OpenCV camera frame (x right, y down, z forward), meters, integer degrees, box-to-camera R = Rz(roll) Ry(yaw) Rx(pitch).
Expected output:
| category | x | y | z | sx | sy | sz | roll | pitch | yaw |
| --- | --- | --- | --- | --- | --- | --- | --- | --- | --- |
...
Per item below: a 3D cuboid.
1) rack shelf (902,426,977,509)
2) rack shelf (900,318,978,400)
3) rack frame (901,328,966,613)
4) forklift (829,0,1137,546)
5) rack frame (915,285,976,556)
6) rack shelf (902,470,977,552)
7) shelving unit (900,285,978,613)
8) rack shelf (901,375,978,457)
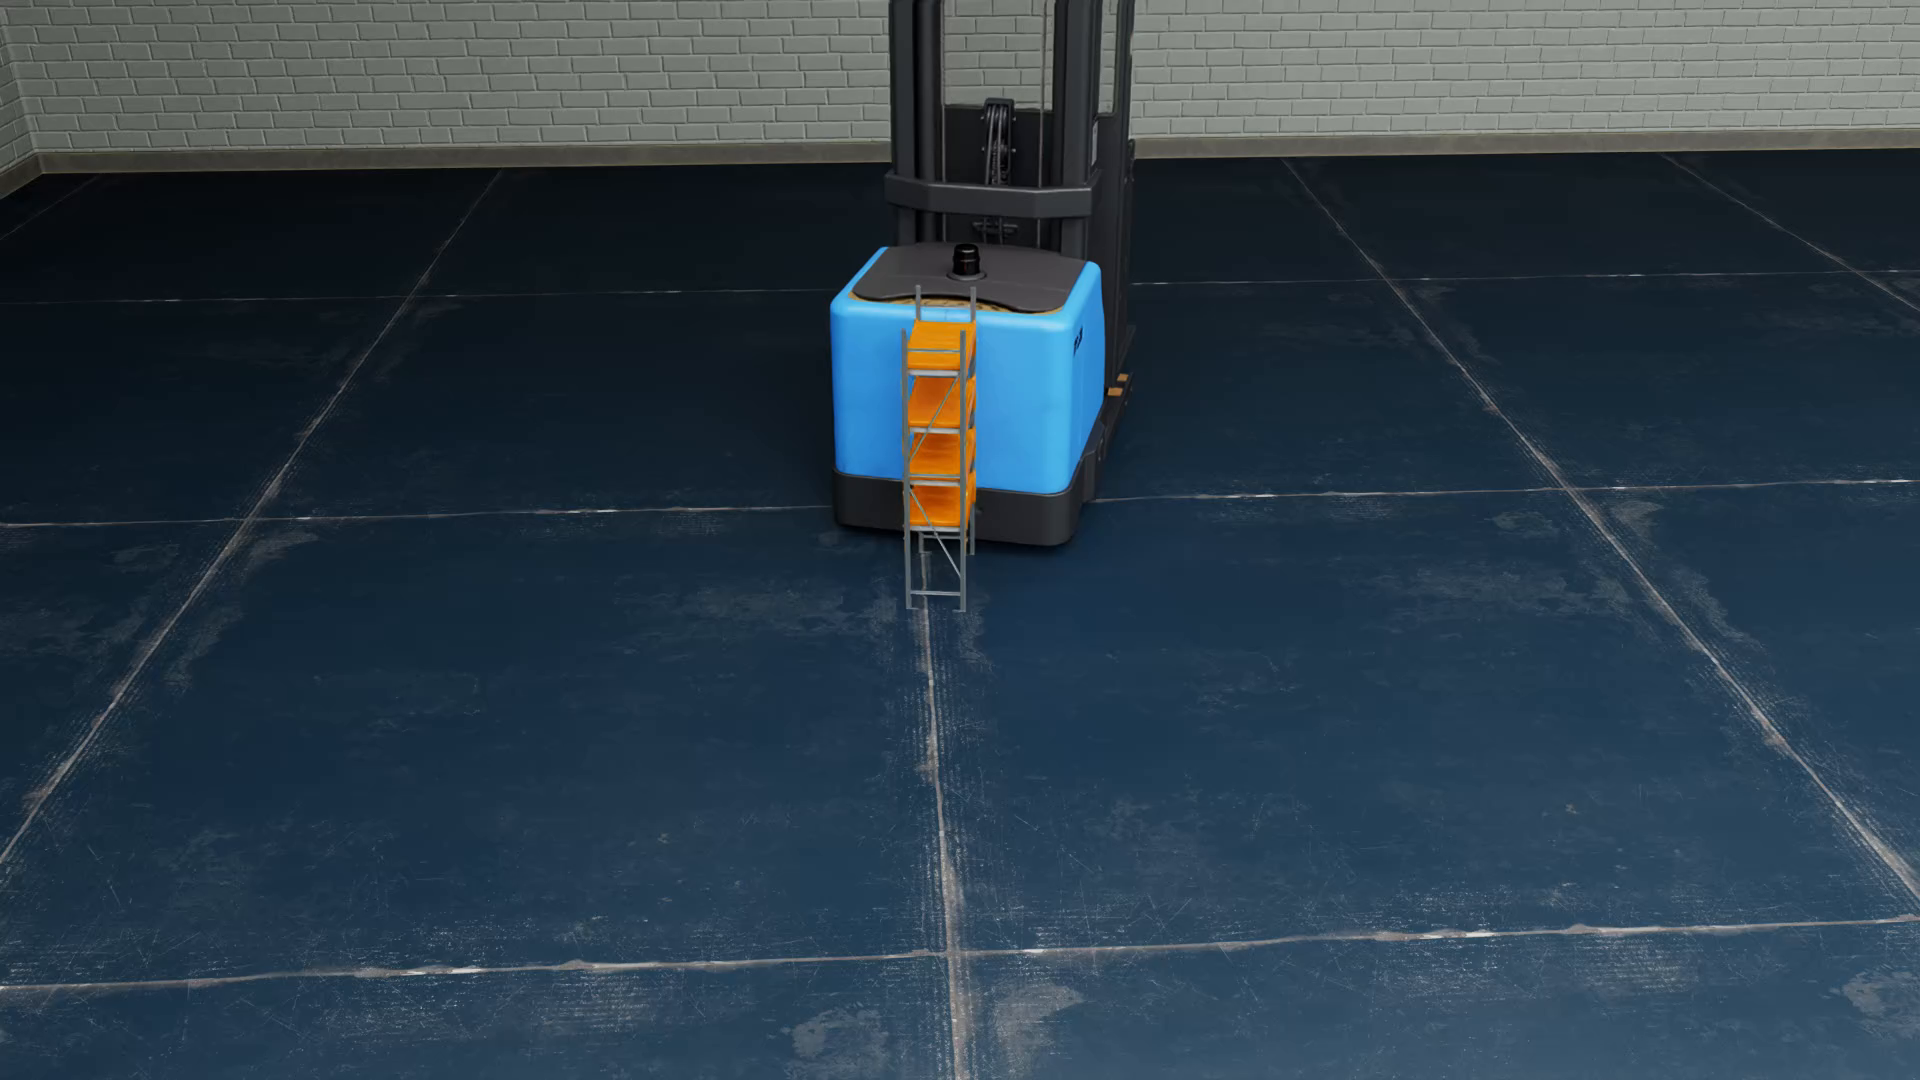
| category | x | y | z | sx | sy | sz | roll | pitch | yaw |
| --- | --- | --- | --- | --- | --- | --- | --- | --- | --- |
| rack shelf | -0.078 | -0.299 | 6.671 | 0.258 | 0.148 | 0.480 | 2 | 28 | 4 |
| rack shelf | -0.078 | -0.707 | 6.458 | 0.258 | 0.148 | 0.480 | 2 | 28 | 4 |
| rack frame | -0.098 | -0.246 | 6.424 | 0.240 | 1.200 | 0.015 | 2 | 28 | 4 |
| forklift | 0.279 | -1.937 | 7.794 | 1.130 | 2.935 | 3.031 | 6 | 28 | 12 |
| rack frame | -0.057 | -0.471 | 6.855 | 0.240 | 1.200 | 0.015 | 2 | 28 | 4 |
| rack shelf | -0.078 | -0.123 | 6.763 | 0.258 | 0.148 | 0.480 | 2 | 28 | 4 |
| shelving unit | -0.078 | -0.358 | 6.640 | 0.258 | 1.200 | 0.503 | 2 | 28 | 4 |
| rack shelf | -0.078 | -0.497 | 6.567 | 0.258 | 0.148 | 0.480 | 2 | 28 | 4 |
